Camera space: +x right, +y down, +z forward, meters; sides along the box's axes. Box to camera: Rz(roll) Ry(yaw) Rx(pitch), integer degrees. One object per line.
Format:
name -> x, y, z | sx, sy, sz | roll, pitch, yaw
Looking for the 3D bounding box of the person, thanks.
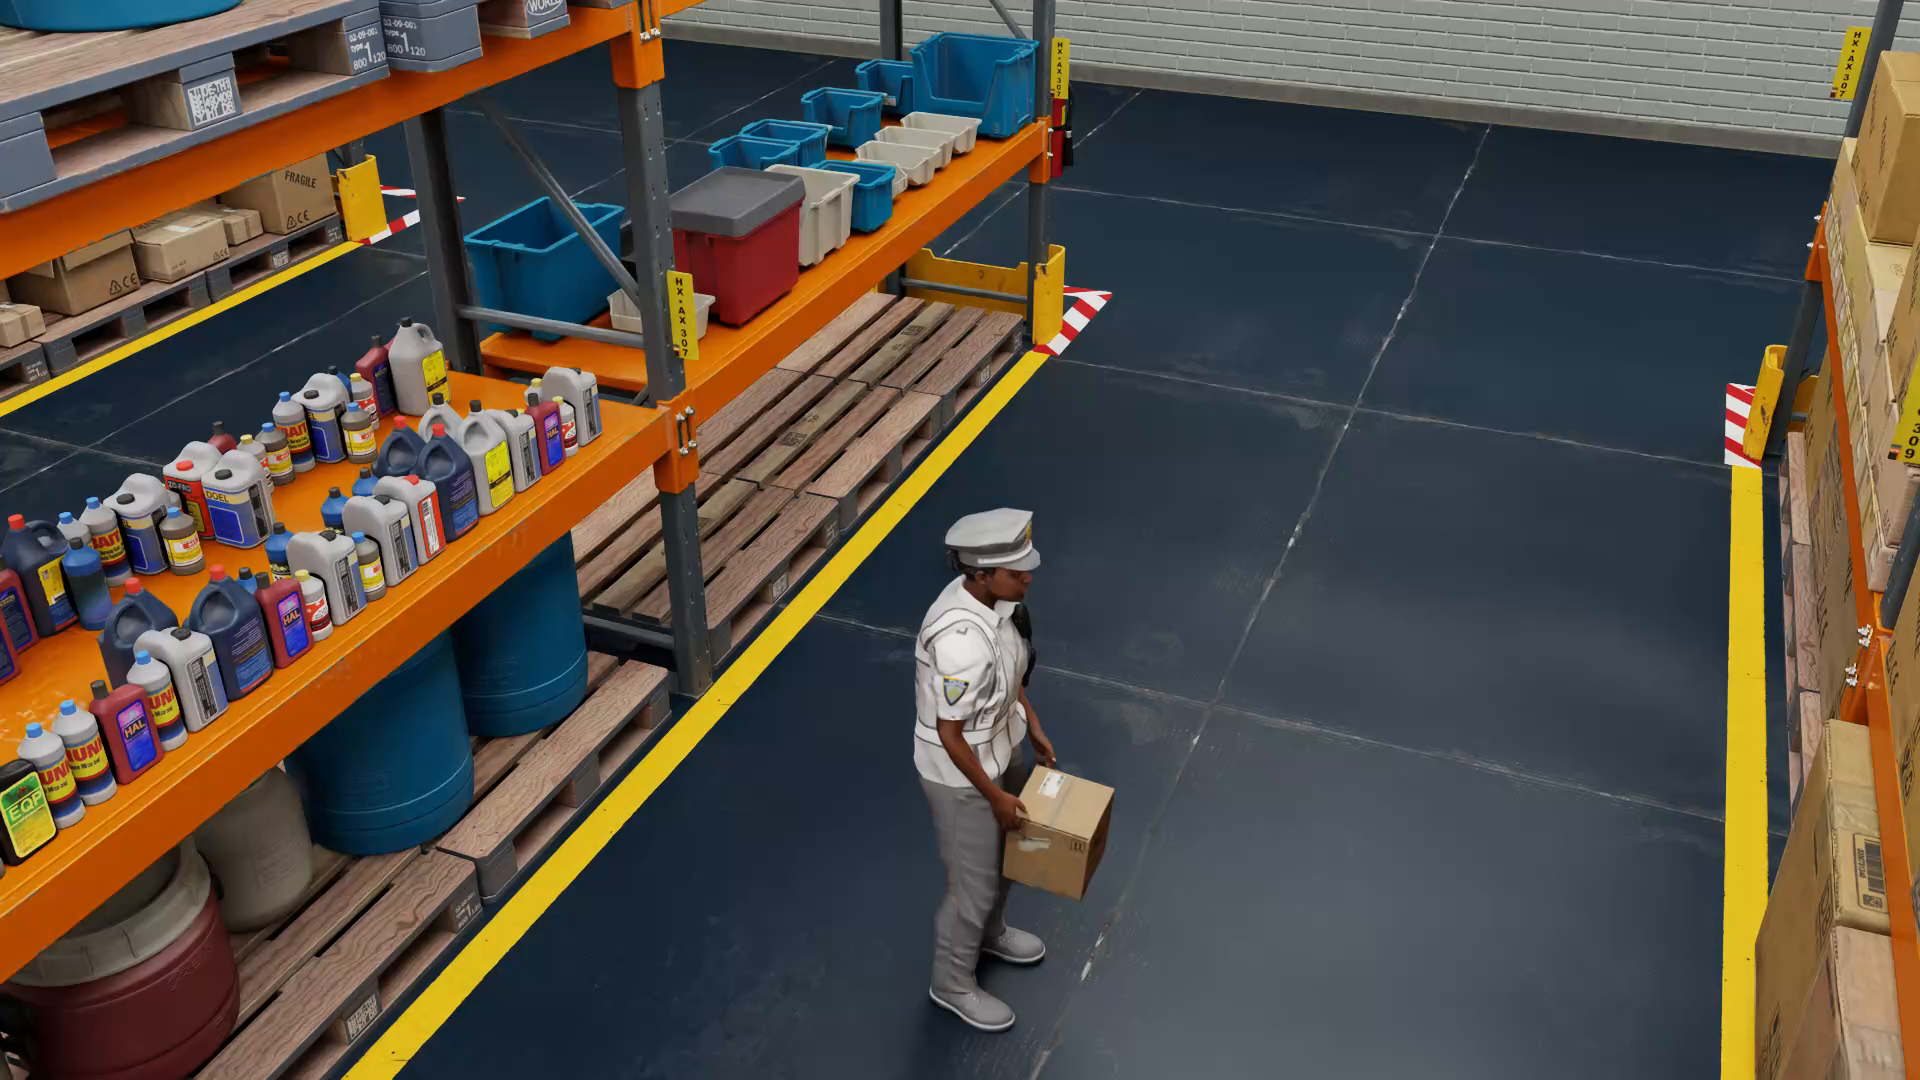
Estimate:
person -> 0.064, 0.664, 4.953 | 0.377, 1.676, 0.488 | 11, 32, 18
